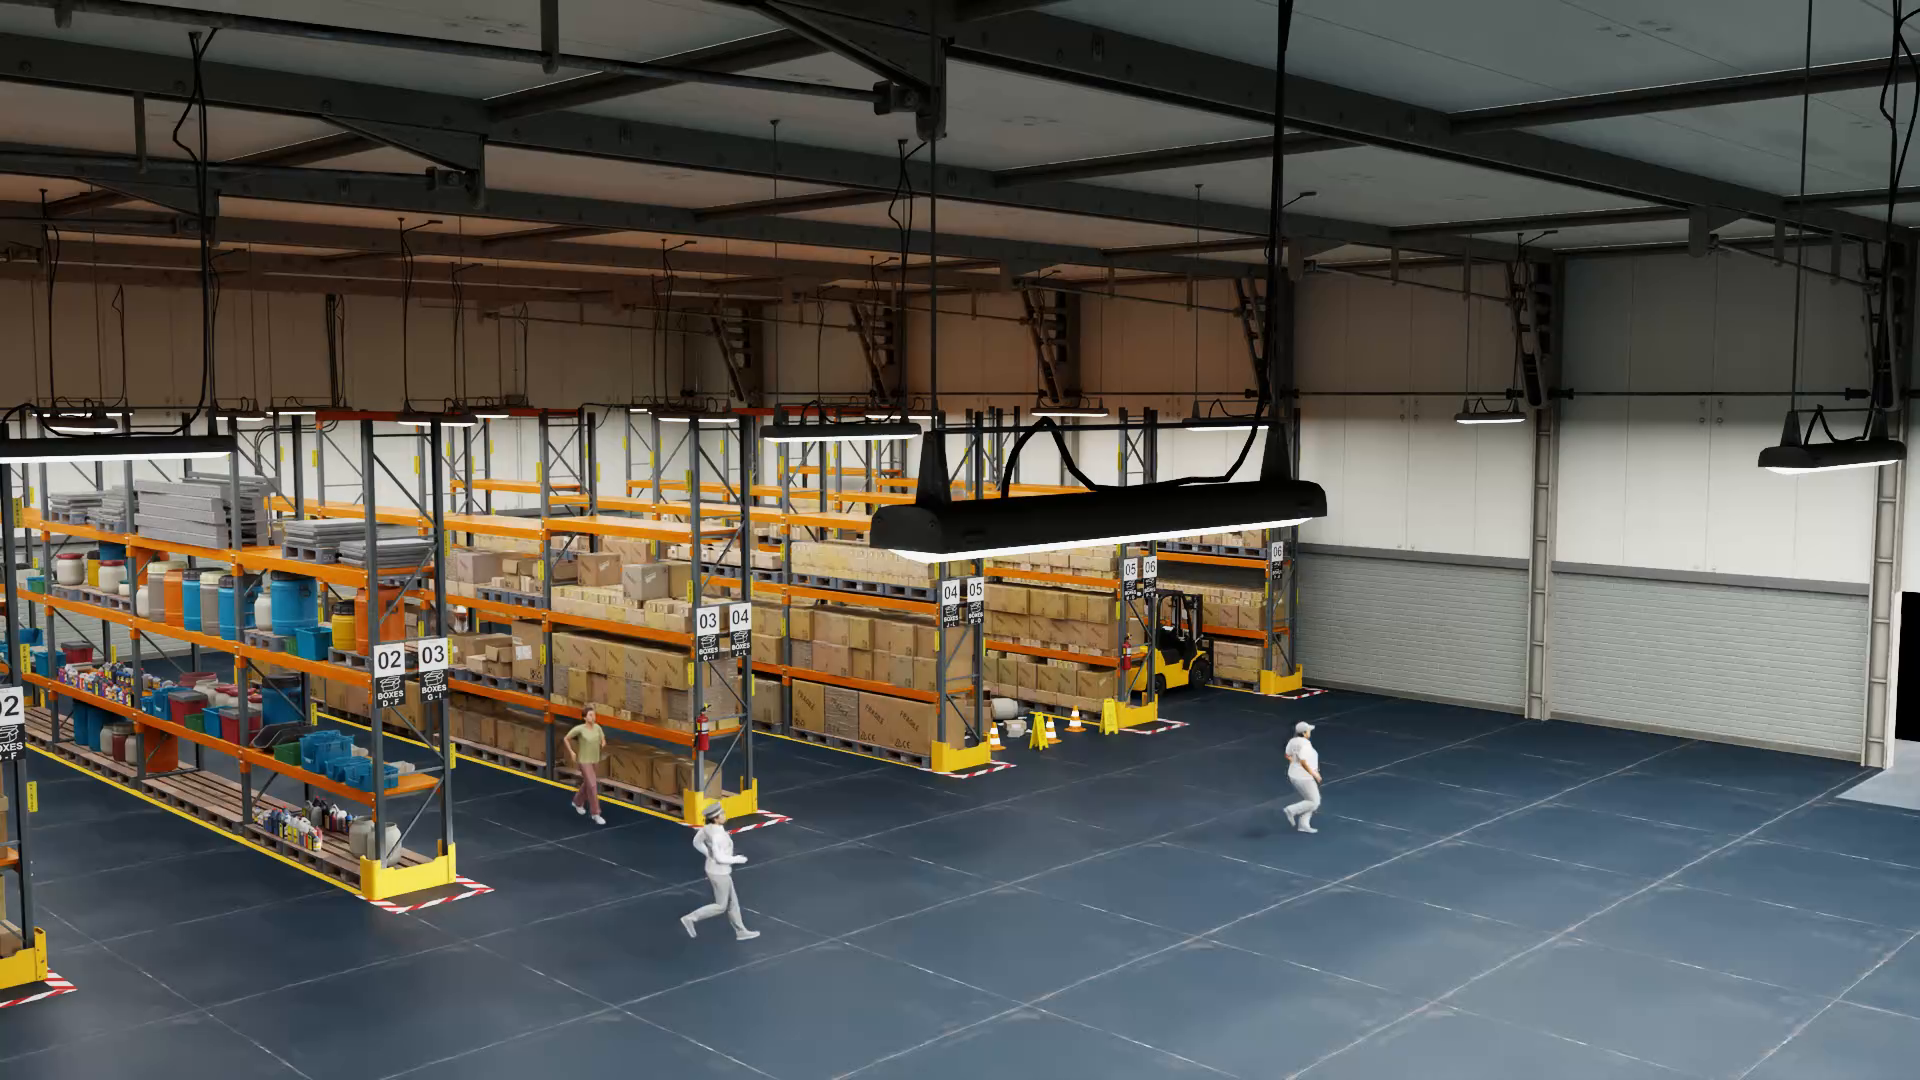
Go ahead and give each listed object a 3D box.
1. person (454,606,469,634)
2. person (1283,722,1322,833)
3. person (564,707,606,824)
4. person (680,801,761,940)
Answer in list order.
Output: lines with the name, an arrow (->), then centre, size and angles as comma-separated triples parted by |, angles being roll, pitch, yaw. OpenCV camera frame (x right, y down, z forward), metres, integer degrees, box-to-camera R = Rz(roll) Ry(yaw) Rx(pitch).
person -> -11.078, 2.275, 36.457 | 1.032, 1.742, 0.693 | 4, 6, 37
person -> 4.879, 3.420, 23.897 | 0.587, 1.630, 0.615 | -1, 5, -14
person -> -5.487, 3.296, 24.591 | 0.882, 1.680, 0.578 | 4, 6, 38
person -> -2.760, 3.806, 19.057 | 0.949, 1.656, 0.630 | -2, 5, -21
